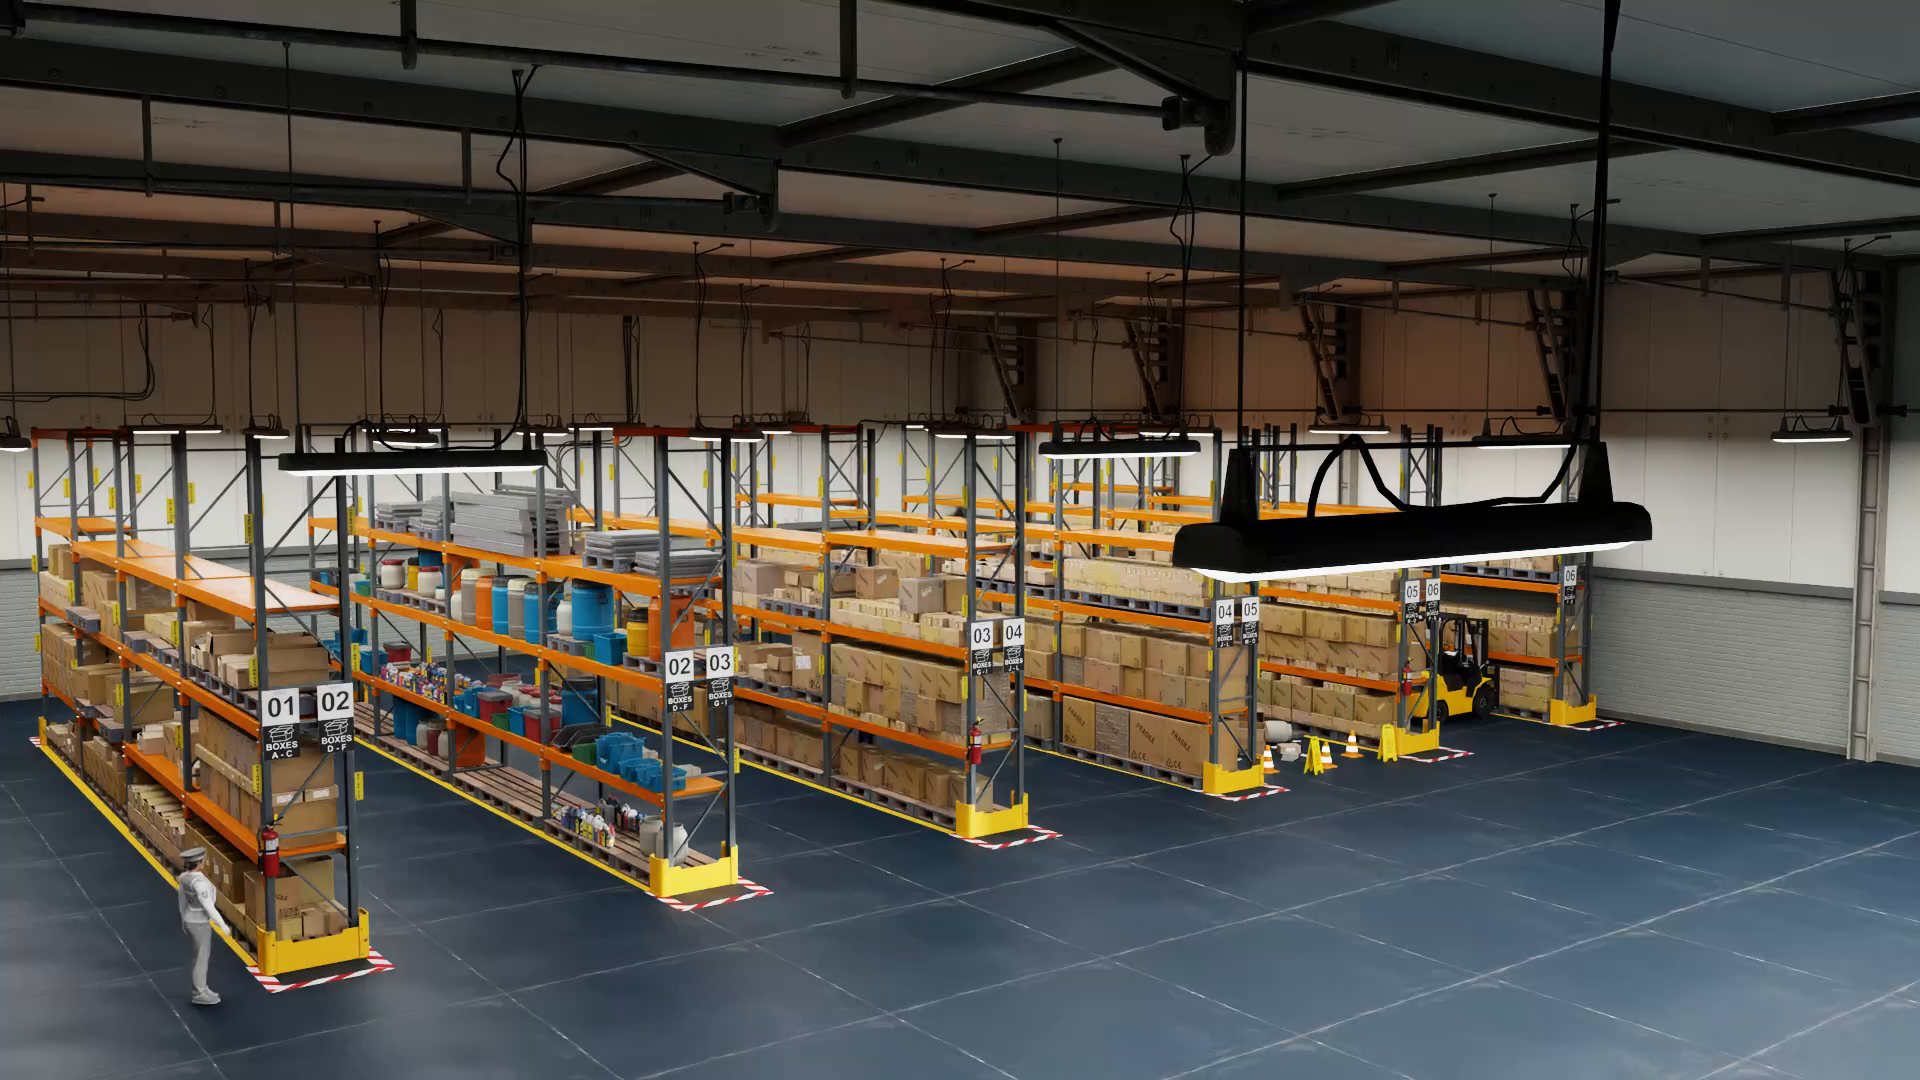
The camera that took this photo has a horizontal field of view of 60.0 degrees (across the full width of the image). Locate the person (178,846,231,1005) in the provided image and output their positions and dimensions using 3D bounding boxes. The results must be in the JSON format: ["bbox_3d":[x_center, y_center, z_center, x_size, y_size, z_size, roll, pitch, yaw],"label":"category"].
[{"bbox_3d":[-8.062,4.123,17.756,0.497,1.712,0.546,-2,5,-25],"label":"person"}]

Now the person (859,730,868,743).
[{"bbox_3d":[-1.709,3.074,31.090,0.360,1.656,0.584,-2,5,-20],"label":"person"}]
